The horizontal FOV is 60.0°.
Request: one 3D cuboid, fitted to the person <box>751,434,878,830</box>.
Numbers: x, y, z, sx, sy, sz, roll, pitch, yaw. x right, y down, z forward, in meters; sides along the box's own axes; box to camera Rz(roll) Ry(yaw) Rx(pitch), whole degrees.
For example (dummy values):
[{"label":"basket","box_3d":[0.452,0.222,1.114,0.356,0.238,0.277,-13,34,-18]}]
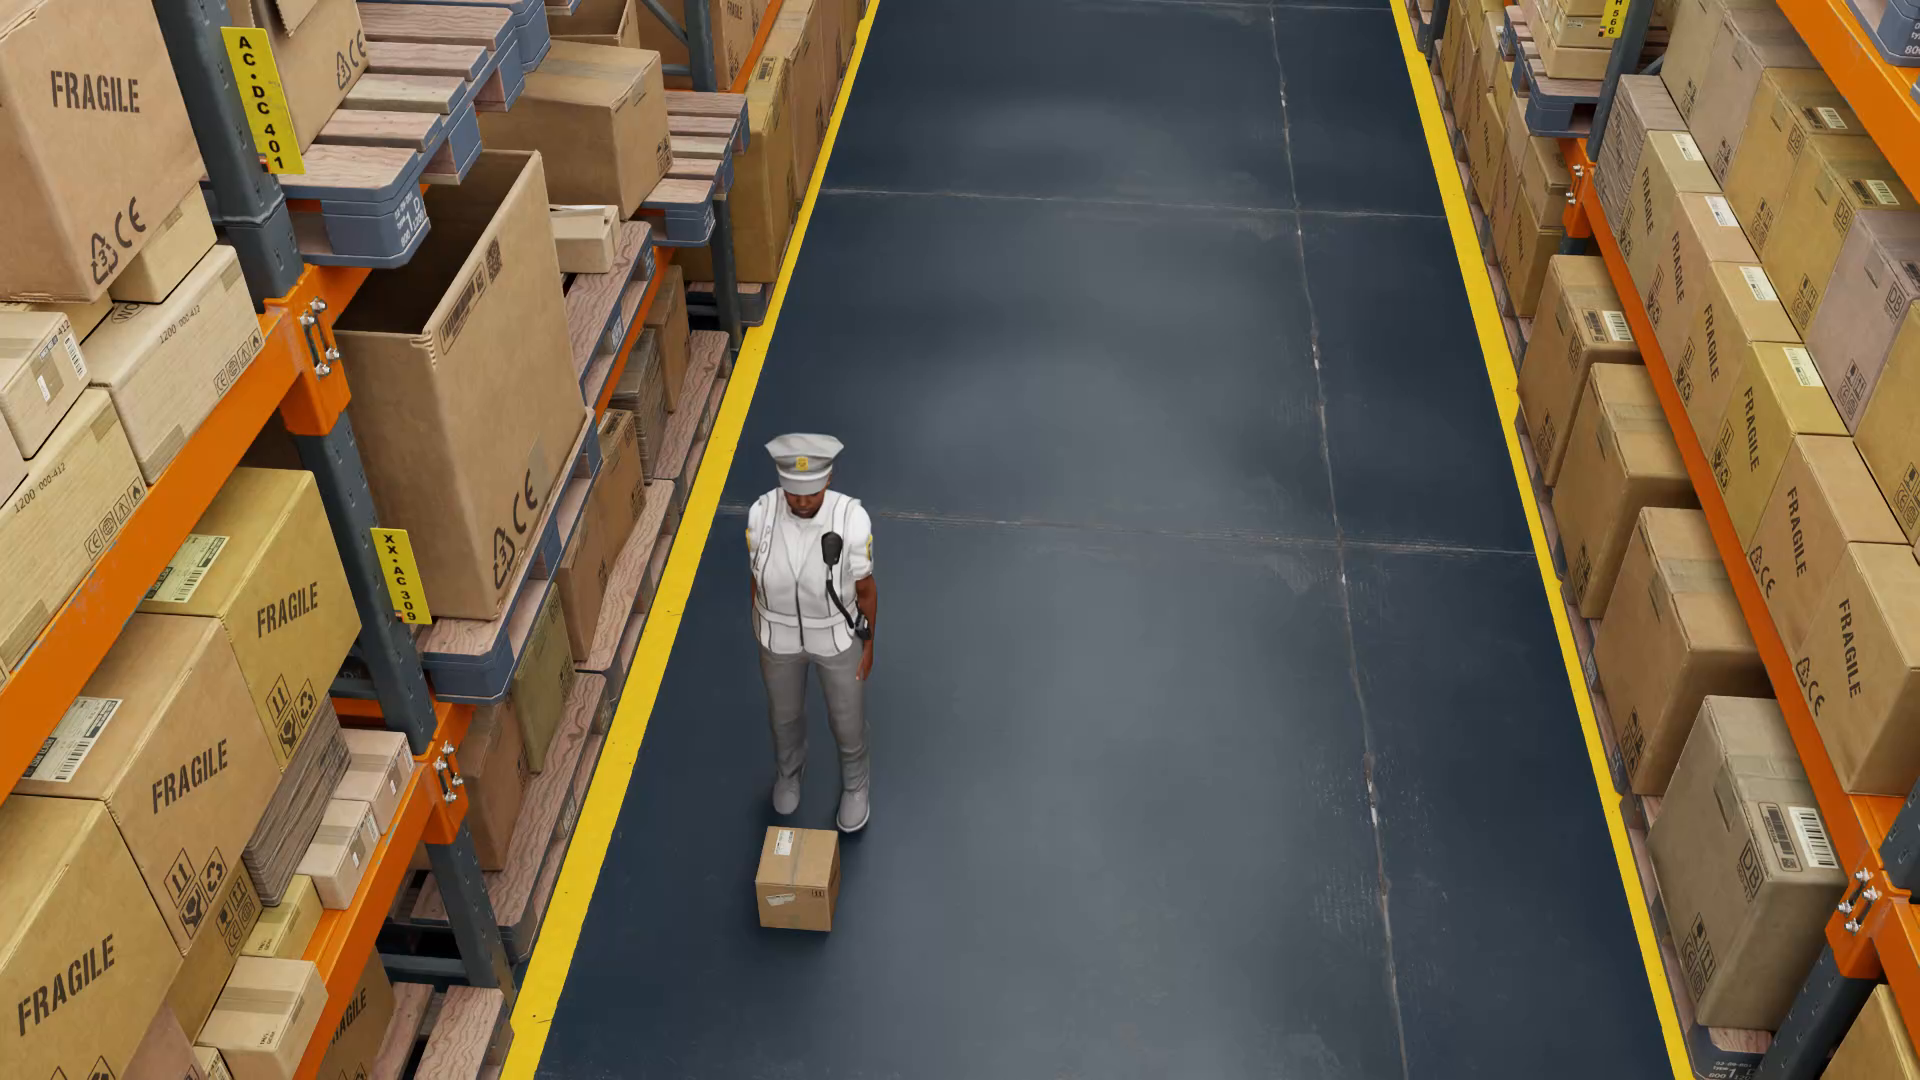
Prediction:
[{"label":"person","box_3d":[-0.498,0.345,5.756,0.433,1.704,0.338,4,40,5]}]
